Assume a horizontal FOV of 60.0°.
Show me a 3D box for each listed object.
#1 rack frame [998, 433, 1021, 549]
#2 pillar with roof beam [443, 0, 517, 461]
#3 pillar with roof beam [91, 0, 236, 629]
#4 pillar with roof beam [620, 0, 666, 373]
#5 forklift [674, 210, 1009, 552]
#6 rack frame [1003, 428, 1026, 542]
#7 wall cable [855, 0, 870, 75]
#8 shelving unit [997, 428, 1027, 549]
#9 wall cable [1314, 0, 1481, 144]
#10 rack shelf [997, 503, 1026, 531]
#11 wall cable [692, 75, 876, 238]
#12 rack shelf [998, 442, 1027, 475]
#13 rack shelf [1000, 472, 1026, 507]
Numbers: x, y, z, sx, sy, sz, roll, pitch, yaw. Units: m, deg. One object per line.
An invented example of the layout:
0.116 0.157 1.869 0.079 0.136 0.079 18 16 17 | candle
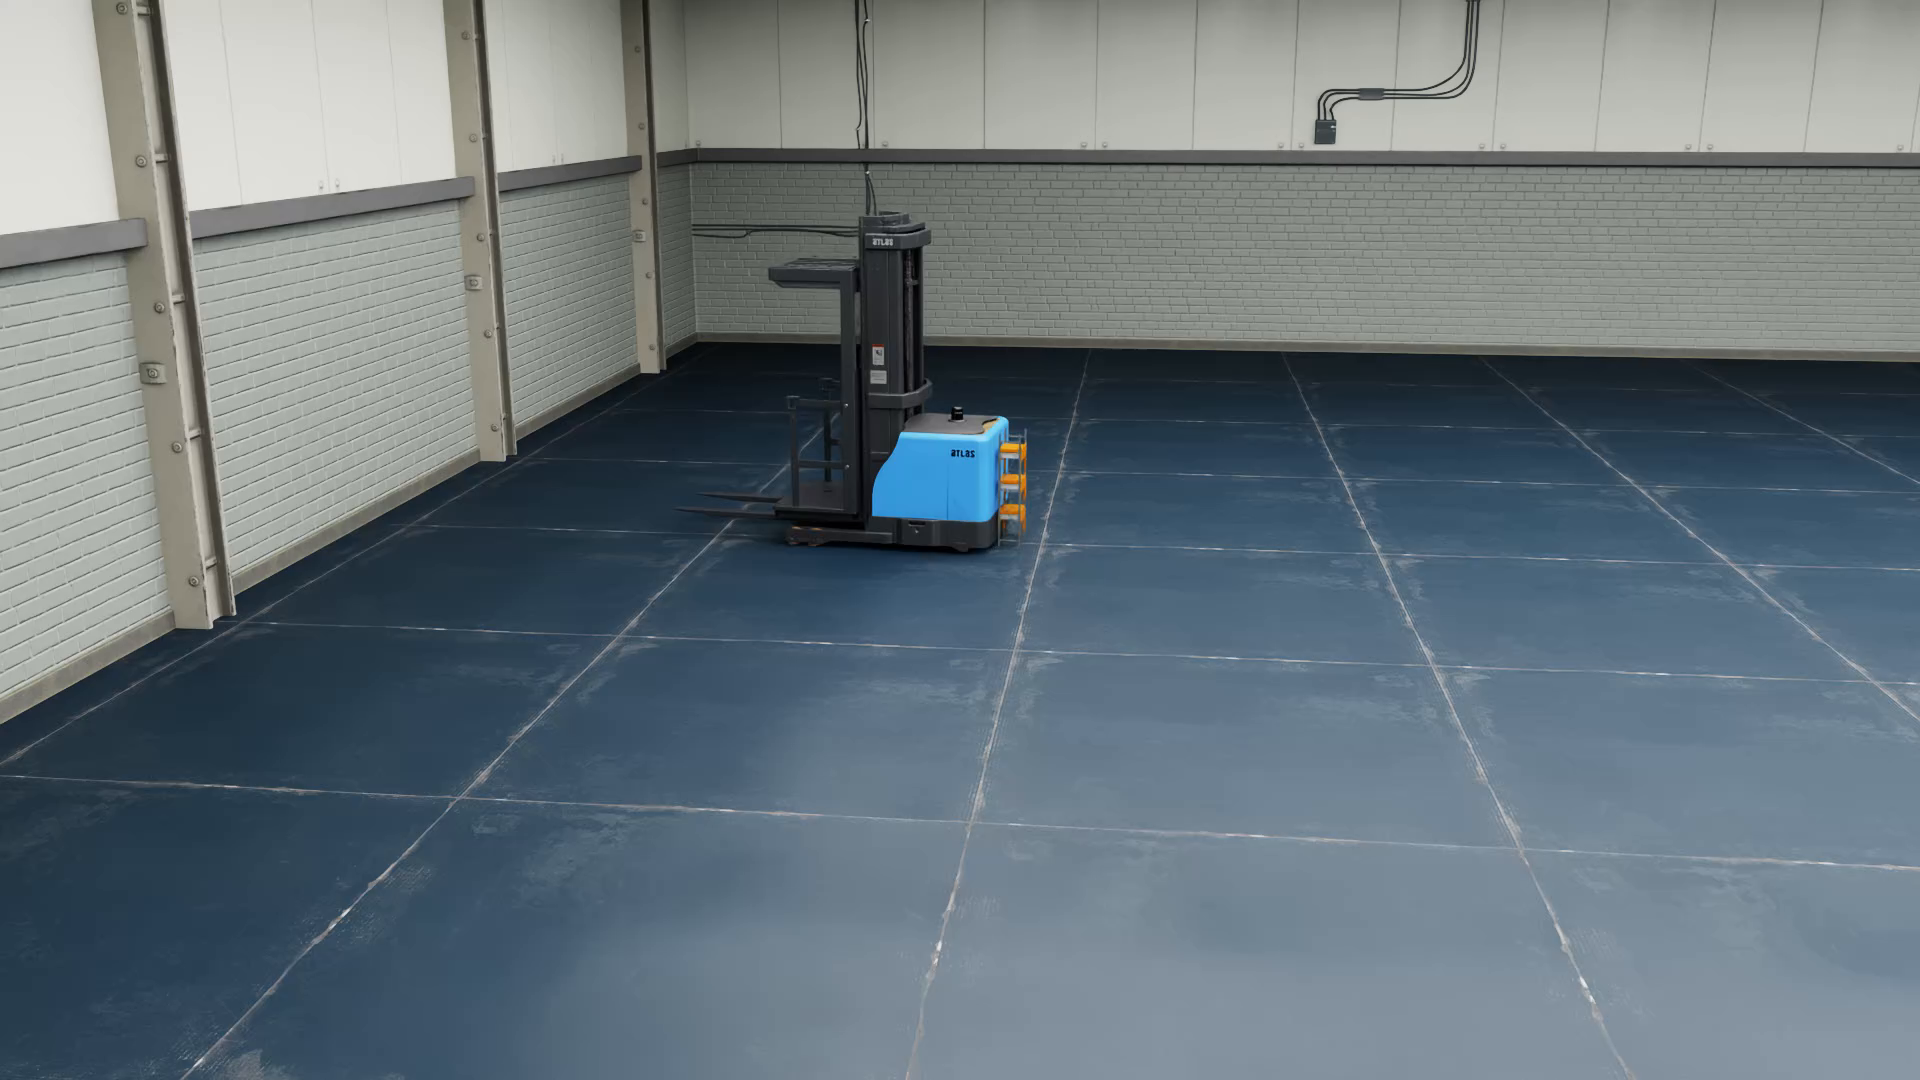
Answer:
0.441 -0.434 14.844 0.200 1.050 0.008 4 16 12 | rack frame
-0.919 -5.146 17.042 9.100 9.000 0.400 2 15 6 | pillar with roof beam
-1.596 -3.590 11.287 9.100 9.000 0.400 2 15 6 | pillar with roof beam
-0.242 -6.702 22.797 9.100 9.000 0.400 2 15 6 | pillar with roof beam
-1.114 -1.487 15.133 3.031 2.935 1.130 3 15 12 | forklift
0.495 -0.496 15.074 0.200 1.050 0.008 4 16 12 | rack frame
-0.185 -8.414 25.399 3.097 2.526 0.112 2 15 6 | wall cable
0.468 -0.465 14.959 0.215 1.050 0.252 4 16 12 | shelving unit
6.558 -8.912 24.454 2.305 6.003 0.169 2 15 6 | wall cable
0.468 -0.187 15.034 0.215 0.259 0.240 4 16 12 | rack shelf
-2.874 -6.055 26.353 3.097 2.526 0.112 2 15 6 | wall cable
0.469 -0.729 14.887 0.215 0.259 0.240 4 16 12 | rack shelf
0.468 -0.455 14.962 0.215 0.259 0.240 4 16 12 | rack shelf
